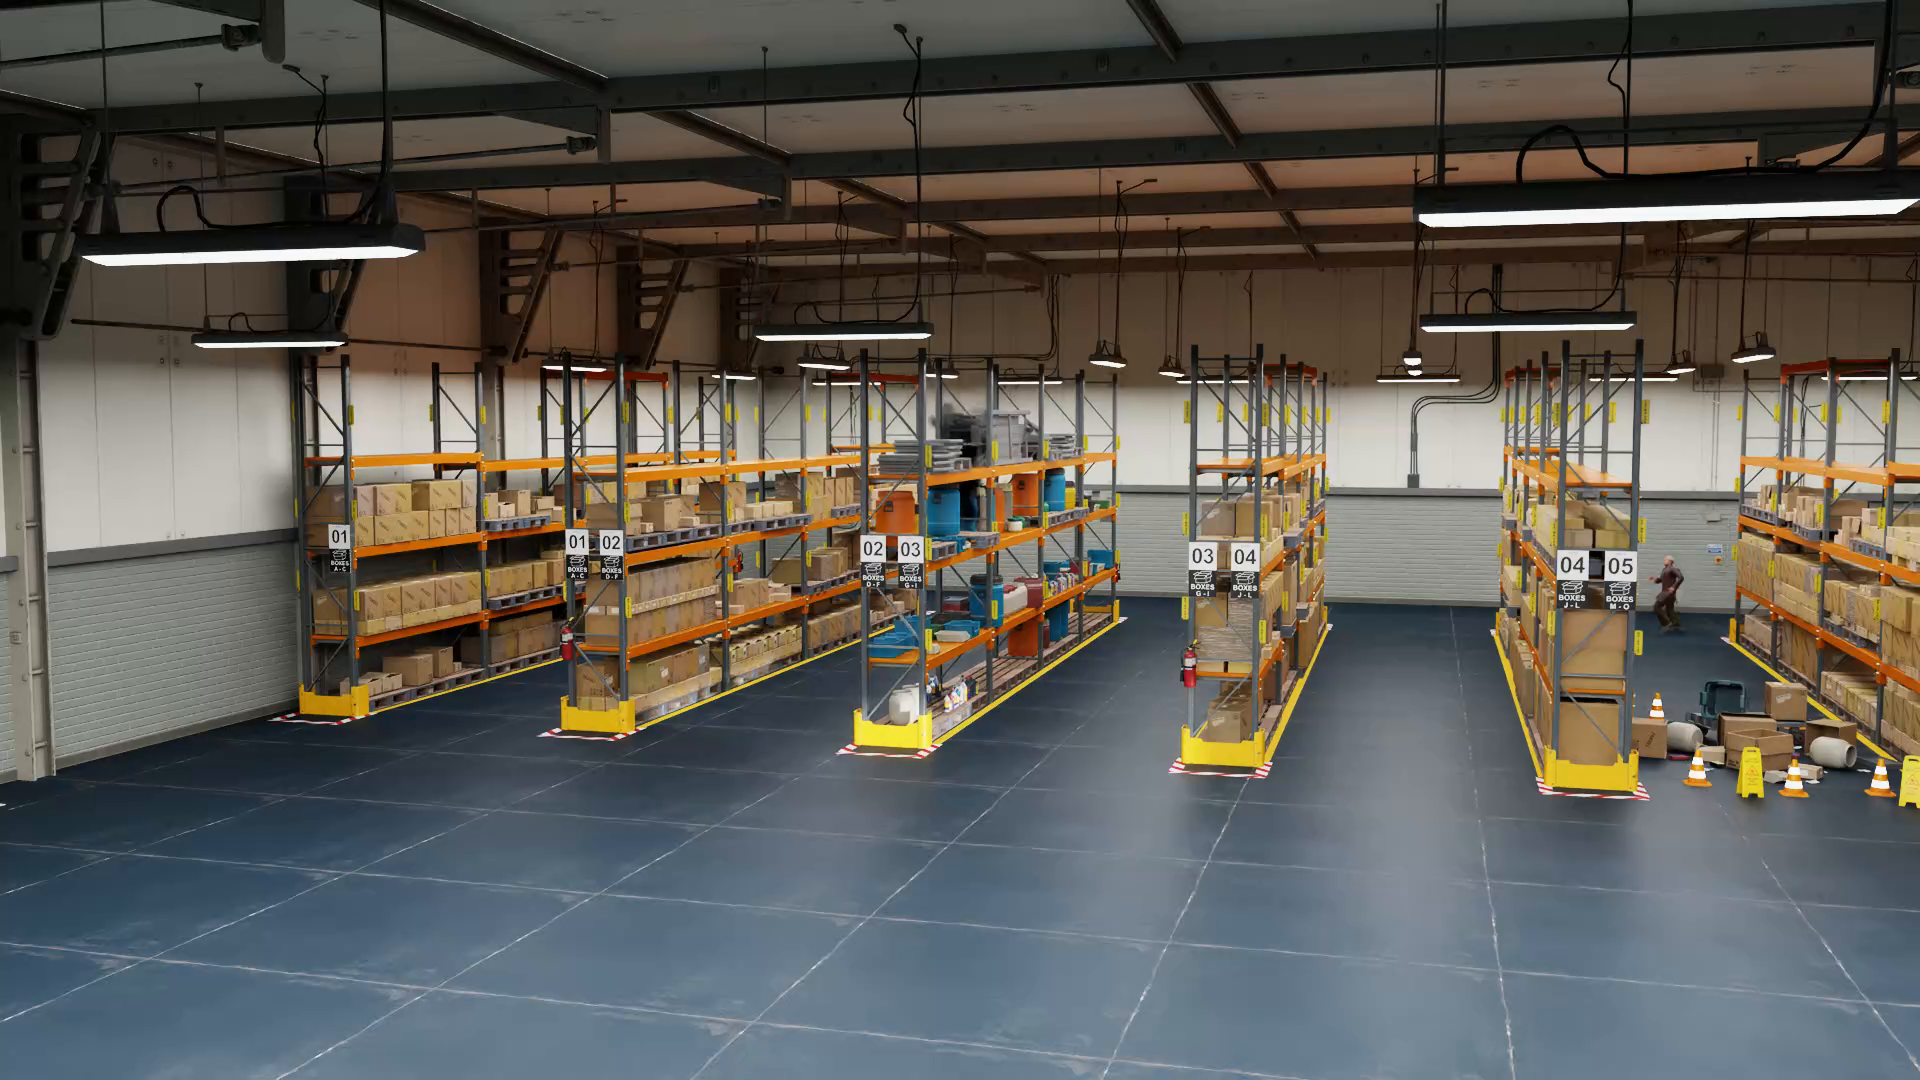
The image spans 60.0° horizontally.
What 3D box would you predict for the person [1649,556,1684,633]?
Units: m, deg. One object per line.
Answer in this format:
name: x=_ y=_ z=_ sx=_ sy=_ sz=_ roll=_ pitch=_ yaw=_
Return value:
person: x=16.255 y=1.273 z=38.251 sx=0.776 sy=1.802 sz=0.723 roll=1 pitch=5 yaw=19
